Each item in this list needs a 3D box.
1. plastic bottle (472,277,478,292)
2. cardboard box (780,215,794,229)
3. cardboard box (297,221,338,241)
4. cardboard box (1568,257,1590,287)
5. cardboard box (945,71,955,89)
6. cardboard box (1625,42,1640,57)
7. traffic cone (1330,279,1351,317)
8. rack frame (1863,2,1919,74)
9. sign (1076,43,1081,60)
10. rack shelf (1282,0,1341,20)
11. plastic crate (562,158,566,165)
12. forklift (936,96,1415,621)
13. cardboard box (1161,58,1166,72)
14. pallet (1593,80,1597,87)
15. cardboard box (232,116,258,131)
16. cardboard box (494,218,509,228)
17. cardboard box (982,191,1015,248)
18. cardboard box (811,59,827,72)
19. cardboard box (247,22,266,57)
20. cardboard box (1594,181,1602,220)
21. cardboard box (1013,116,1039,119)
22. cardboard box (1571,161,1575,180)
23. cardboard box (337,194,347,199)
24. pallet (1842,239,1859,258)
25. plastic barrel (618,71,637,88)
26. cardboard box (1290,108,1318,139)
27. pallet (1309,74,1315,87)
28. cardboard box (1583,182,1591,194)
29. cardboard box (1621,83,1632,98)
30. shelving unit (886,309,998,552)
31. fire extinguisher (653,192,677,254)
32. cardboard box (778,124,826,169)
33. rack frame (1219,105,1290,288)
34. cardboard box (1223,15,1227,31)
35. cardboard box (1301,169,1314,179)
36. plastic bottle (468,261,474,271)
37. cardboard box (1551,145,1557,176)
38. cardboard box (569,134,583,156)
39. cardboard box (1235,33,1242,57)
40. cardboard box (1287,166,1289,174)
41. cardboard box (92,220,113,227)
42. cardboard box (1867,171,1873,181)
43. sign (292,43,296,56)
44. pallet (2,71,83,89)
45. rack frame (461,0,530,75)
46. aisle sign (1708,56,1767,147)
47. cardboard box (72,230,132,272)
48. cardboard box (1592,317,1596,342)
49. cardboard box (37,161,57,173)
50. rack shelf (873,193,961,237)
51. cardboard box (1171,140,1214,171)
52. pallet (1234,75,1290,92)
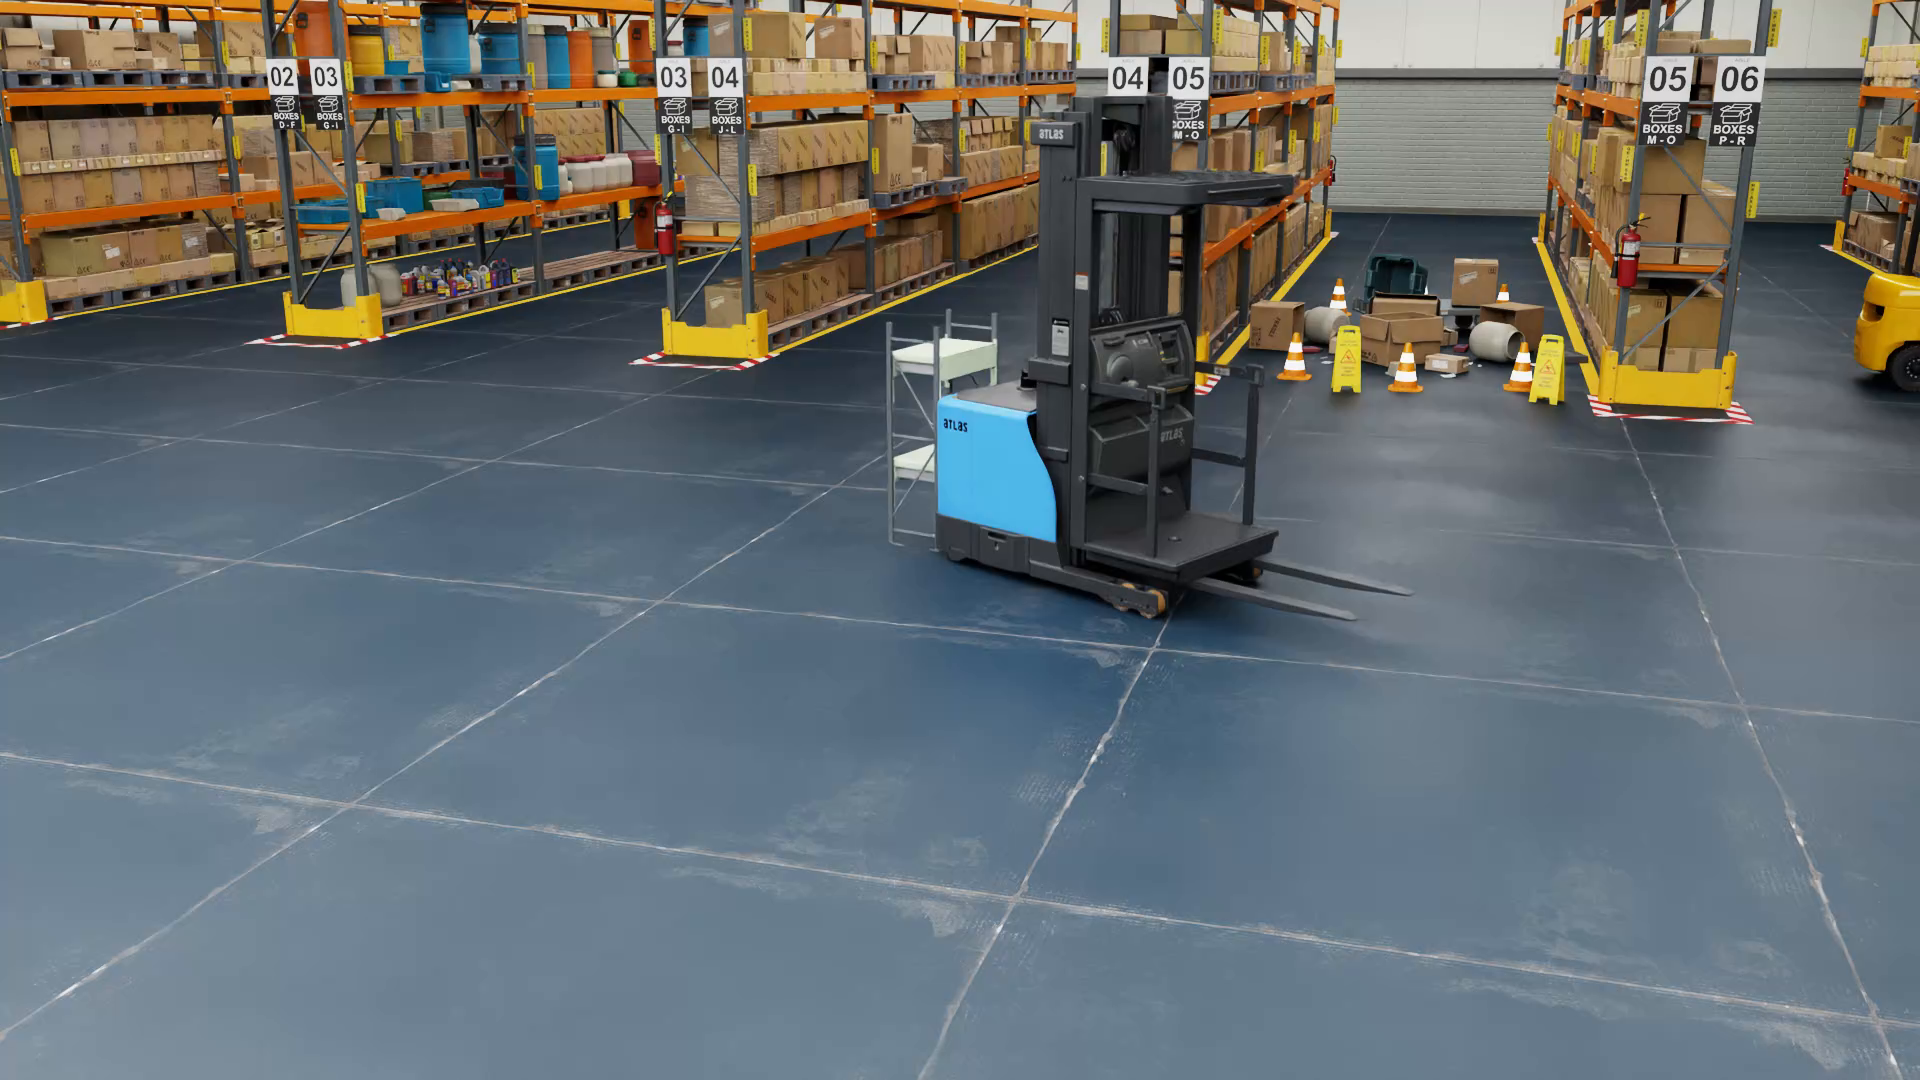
[{"bbox_3d":[-6.487,-3.409,22.173,0.097,0.201,0.097,0,16,0],"label":"plastic bottle"},{"bbox_3d":[-2.151,-3.709,19.369,0.380,0.149,0.250,5,16,16],"label":"cardboard box"},{"bbox_3d":[-10.333,-4.970,26.595,0.500,0.311,0.500,5,17,17],"label":"cardboard box"},{"bbox_3d":[8.840,-3.629,22.673,0.950,0.372,0.625,3,16,12],"label":"cardboard box"},{"bbox_3d":[-0.391,-6.834,24.705,0.500,0.250,0.500,5,16,16],"label":"cardboard box"},{"bbox_3d":[6.954,-4.966,16.844,0.380,0.149,0.250,5,17,17],"label":"cardboard box"},{"bbox_3d":[4.928,-3.163,21.631,0.336,0.463,0.334,5,16,16],"label":"traffic cone"},{"bbox_3d":[16.044,-9.433,28.097,1.000,3.000,0.127,5,16,16],"label":"rack frame"},{"bbox_3d":[2.299,-9.485,32.298,0.100,0.325,0.005,5,16,16],"label":"sign"},{"bbox_3d":[5.941,-9.304,28.965,1.077,0.370,4.000,5,16,16],"label":"rack shelf"},{"bbox_3d":[-5.992,-5.623,25.538,0.402,0.464,0.583,5,16,16],"label":"plastic crate"},{"bbox_3d":[1.257,-1.112,9.880,3.031,2.935,1.130,14,21,41],"label":"forklift"},{"bbox_3d":[1.949,-4.988,17.427,0.380,0.149,0.250,5,17,16],"label":"cardboard box"},{"bbox_3d":[9.934,-6.992,25.337,0.805,0.209,1.217,4,16,14],"label":"pallet"},{"bbox_3d":[-13.788,-7.959,31.752,0.500,0.250,0.500,5,17,17],"label":"cardboard box"},{"bbox_3d":[-8.865,-6.152,31.295,0.500,0.500,0.500,5,16,16],"label":"cardboard box"},{"bbox_3d":[0.230,-5.430,28.102,1.225,0.875,0.875,4,16,14],"label":"cardboard box"},{"bbox_3d":[-1.813,-5.670,19.871,0.380,0.149,0.250,5,17,18],"label":"cardboard box"},{"bbox_3d":[-10.772,-7.572,25.163,0.500,0.500,0.500,6,17,21],"label":"cardboard box"},{"bbox_3d":[7.481,-3.890,18.817,0.500,0.500,0.500,5,16,16],"label":"cardboard box"},{"bbox_3d":[1.245,-7.896,32.026,0.500,0.500,0.500,4,16,15],"label":"cardboard box"},{"bbox_3d":[9.047,-5.287,23.833,0.500,0.250,0.500,4,16,14],"label":"cardboard box"},{"bbox_3d":[-13.145,-7.124,34.760,0.700,0.500,0.500,4,16,15],"label":"cardboard box"},{"bbox_3d":[15.797,-4.977,28.491,1.003,0.211,1.213,5,16,16],"label":"pallet"},{"bbox_3d":[-5.261,-7.291,26.324,0.294,0.245,0.294,0,16,0],"label":"plastic barrel"},{"bbox_3d":[5.734,-7.014,27.999,0.500,0.500,0.500,5,17,17],"label":"cardboard box"},{"bbox_3d":[5.095,-7.442,26.916,1.213,0.211,1.003,5,16,16],"label":"pallet"},{"bbox_3d":[8.407,-4.639,21.879,0.380,0.149,0.250,5,17,16],"label":"cardboard box"},{"bbox_3d":[6.964,-4.588,16.971,0.380,0.149,0.250,4,16,15],"label":"cardboard box"},{"bbox_3d":[-0.113,-0.755,11.244,0.431,1.500,0.755,10,18,30],"label":"shelving unit"},{"bbox_3d":[-3.239,-3.482,18.252,0.296,0.674,0.183,5,16,16],"label":"fire extinguisher"},{"bbox_3d":[-1.921,-4.701,19.846,0.500,0.500,0.500,5,16,16],"label":"cardboard box"},{"bbox_3d":[4.236,-5.196,24.150,1.000,3.000,0.127,5,16,16],"label":"rack frame"},{"bbox_3d":[2.507,-5.254,16.904,0.380,0.149,0.250,4,16,15],"label":"cardboard box"},{"bbox_3d":[5.767,-6.170,28.046,0.380,0.149,0.250,5,17,18],"label":"cardboard box"},{"bbox_3d":[-6.887,-3.794,23.402,0.097,0.271,0.097,0,16,0],"label":"plastic bottle"},{"bbox_3d":[10.593,-6.610,28.953,0.500,0.500,0.500,5,16,16],"label":"cardboard box"},{"bbox_3d":[-8.015,-7.981,33.786,0.500,0.500,0.500,4,16,15],"label":"cardboard box"},{"bbox_3d":[2.775,-5.369,18.043,0.500,0.250,0.500,5,16,16],"label":"cardboard box"},{"bbox_3d":[4.784,-5.590,25.231,0.380,0.149,0.250,5,17,18],"label":"cardboard box"},{"bbox_3d":[-15.151,-5.450,28.822,0.700,0.500,0.500,5,16,16],"label":"cardboard box"},{"bbox_3d":[15.274,-6.029,27.547,0.380,0.149,0.250,4,16,14],"label":"cardboard box"},{"bbox_3d":[-13.078,-9.609,32.690,0.100,0.325,0.005,5,16,16],"label":"sign"},{"bbox_3d":[-12.035,-5.866,21.180,1.003,0.211,1.213,5,16,16],"label":"pallet"},{"bbox_3d":[-6.376,-7.831,22.446,1.000,3.000,0.127,5,16,16],"label":"rack frame"},{"bbox_3d":[7.017,-3.956,15.015,0.394,0.787,0.004,5,16,16],"label":"aisle sign"},{"bbox_3d":[-11.625,-3.909,22.508,0.500,0.500,0.500,5,16,16],"label":"cardboard box"},{"bbox_3d":[7.158,-2.258,18.063,0.500,0.250,0.500,4,16,15],"label":"cardboard box"},{"bbox_3d":[-11.871,-4.798,21.378,0.380,0.149,0.250,4,16,14],"label":"cardboard box"},{"bbox_3d":[-1.059,-4.737,23.853,1.077,0.370,4.000,5,16,16],"label":"rack shelf"},{"bbox_3d":[2.105,-3.788,16.935,0.875,0.550,0.550,5,16,16],"label":"cardboard box"},{"bbox_3d":[3.789,-6.083,22.126,1.003,0.211,1.213,5,17,18],"label":"pallet"}]
